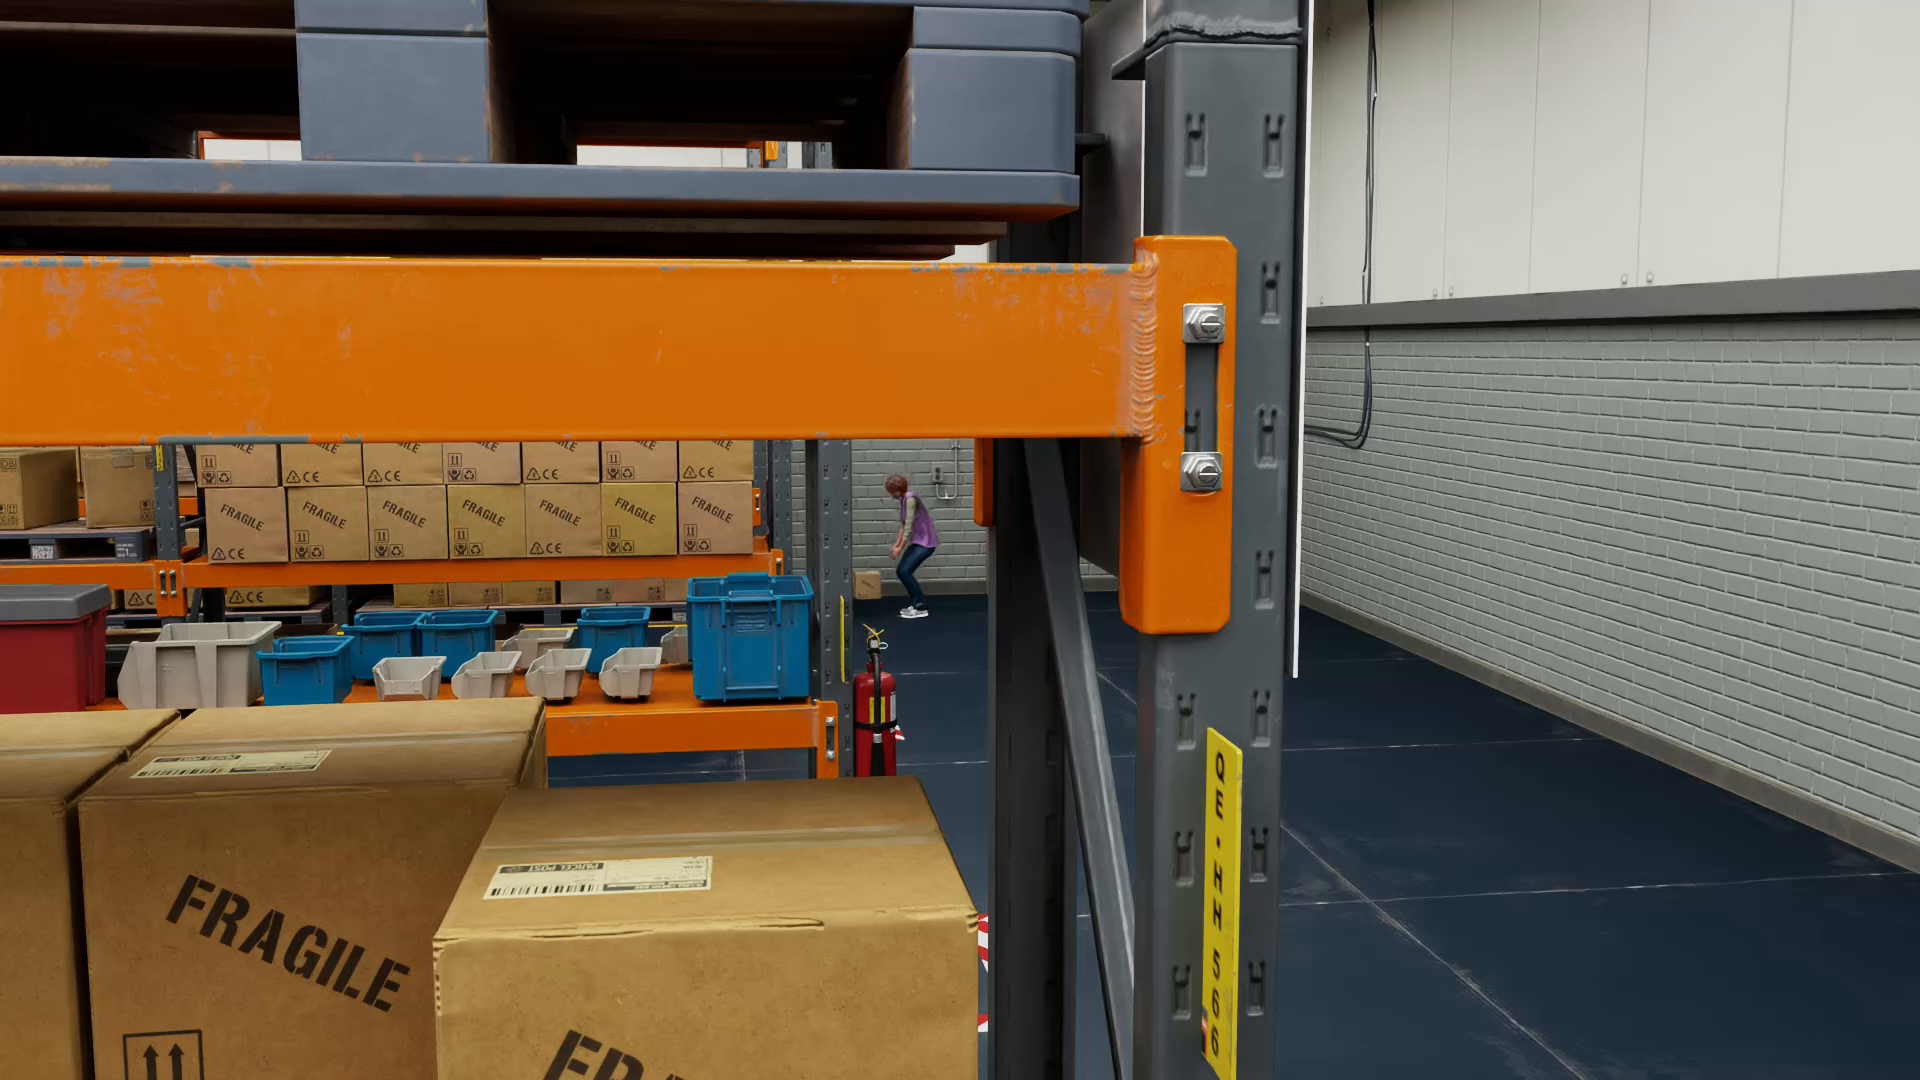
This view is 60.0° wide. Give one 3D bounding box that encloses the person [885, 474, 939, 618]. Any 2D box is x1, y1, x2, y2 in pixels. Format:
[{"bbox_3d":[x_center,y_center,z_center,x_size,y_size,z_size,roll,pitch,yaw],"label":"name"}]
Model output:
[{"bbox_3d":[-0.481,0.062,16.702,0.540,1.444,0.454,-1,7,-8],"label":"person"}]
